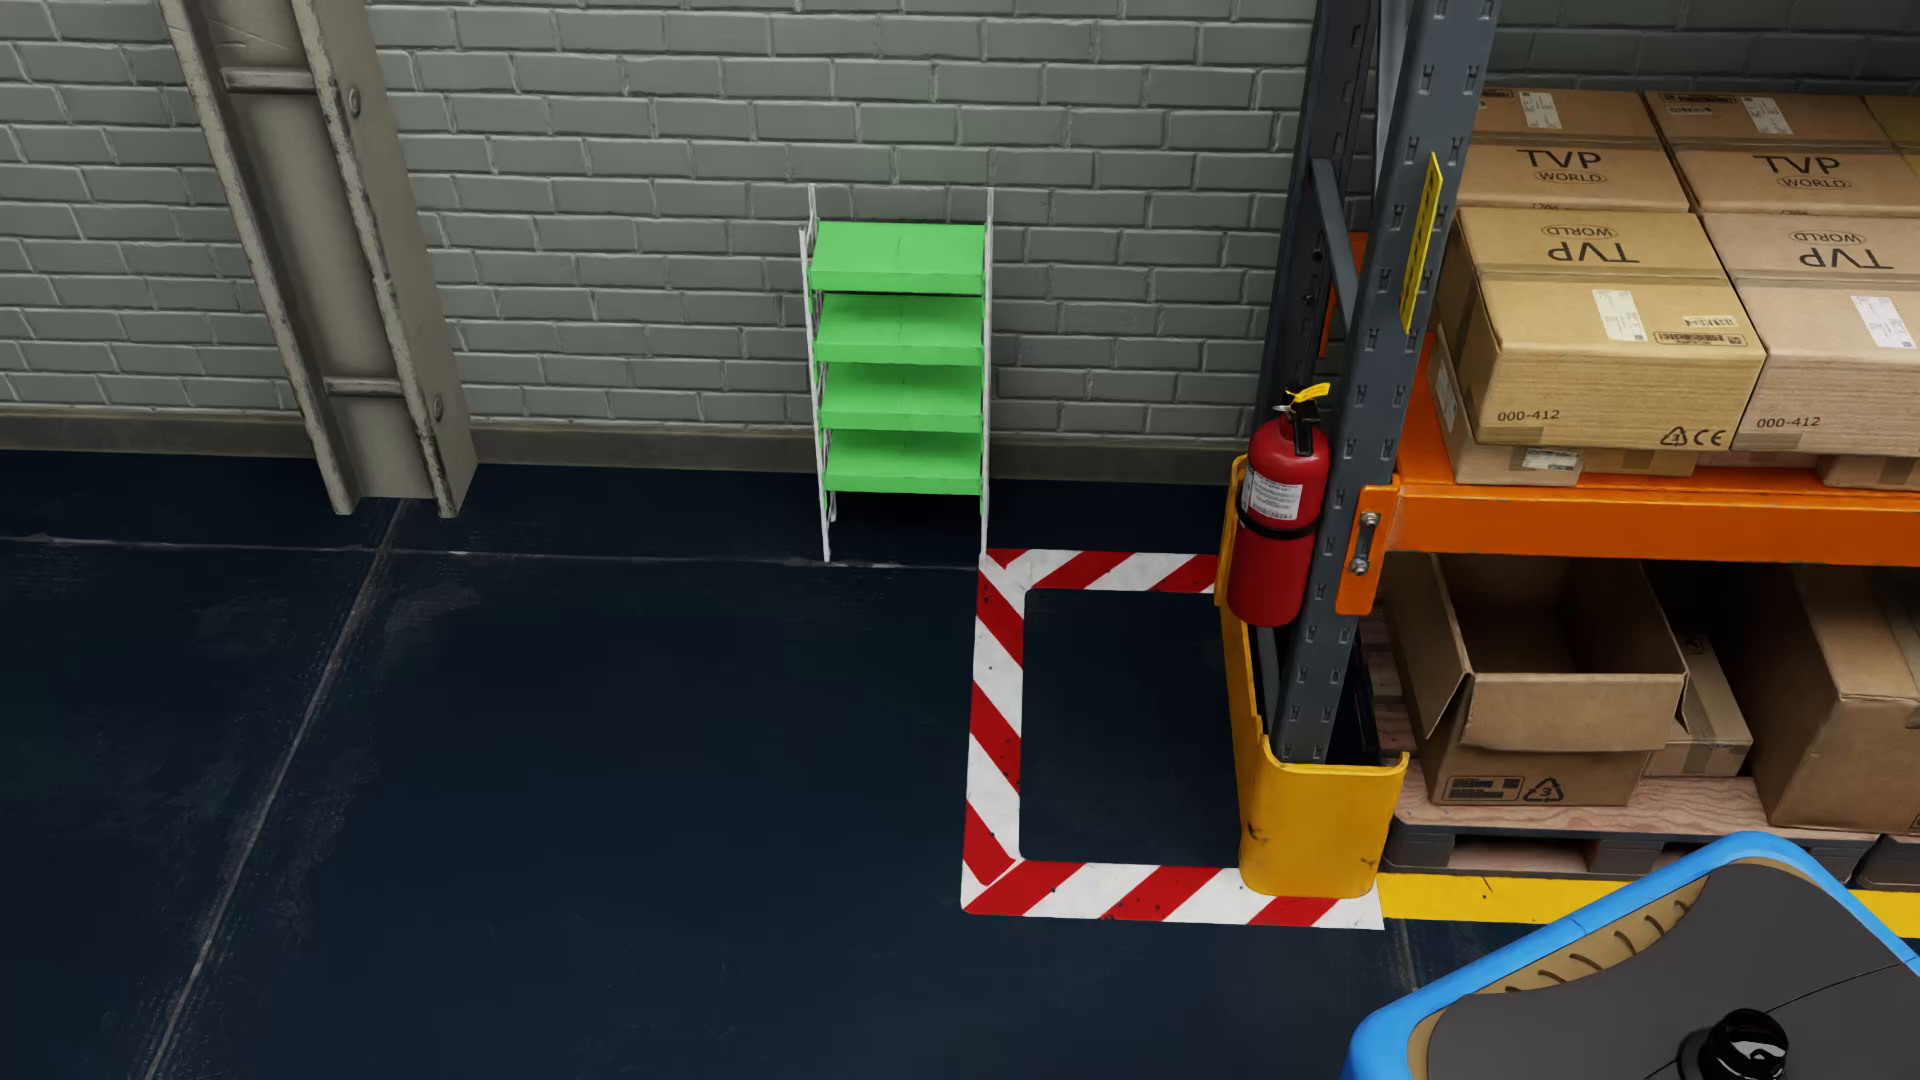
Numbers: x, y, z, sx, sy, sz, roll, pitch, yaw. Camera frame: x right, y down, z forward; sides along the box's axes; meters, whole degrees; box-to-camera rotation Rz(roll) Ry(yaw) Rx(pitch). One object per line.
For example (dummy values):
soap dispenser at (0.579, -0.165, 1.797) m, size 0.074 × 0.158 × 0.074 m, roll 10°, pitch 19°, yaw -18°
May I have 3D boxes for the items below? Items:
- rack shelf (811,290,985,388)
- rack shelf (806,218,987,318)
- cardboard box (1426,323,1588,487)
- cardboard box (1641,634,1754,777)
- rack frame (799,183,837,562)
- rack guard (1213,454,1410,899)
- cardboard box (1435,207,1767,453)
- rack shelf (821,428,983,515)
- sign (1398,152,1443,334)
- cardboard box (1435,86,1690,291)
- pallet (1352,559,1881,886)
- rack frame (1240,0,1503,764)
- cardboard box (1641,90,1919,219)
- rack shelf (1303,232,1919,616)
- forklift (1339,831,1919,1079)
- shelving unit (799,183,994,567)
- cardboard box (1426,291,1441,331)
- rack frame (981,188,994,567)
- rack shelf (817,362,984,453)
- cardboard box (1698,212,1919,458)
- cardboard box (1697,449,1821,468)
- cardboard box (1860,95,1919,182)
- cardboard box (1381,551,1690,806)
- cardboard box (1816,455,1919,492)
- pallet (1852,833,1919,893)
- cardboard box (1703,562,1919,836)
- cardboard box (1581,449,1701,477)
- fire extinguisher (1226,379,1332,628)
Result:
rack shelf at (-0.166, -0.573, 4.726) m, size 0.480 × 0.148 × 0.258 m, roll 2°, pitch 43°, yaw 2°
rack shelf at (-0.166, -0.749, 4.563) m, size 0.480 × 0.148 × 0.258 m, roll 2°, pitch 43°, yaw 2°
cardboard box at (1.164, -0.293, 3.549) m, size 0.250 × 0.149 × 0.380 m, roll 1°, pitch 43°, yaw 2°
cardboard box at (1.877, 0.430, 4.371) m, size 0.250 × 0.149 × 0.380 m, roll 0°, pitch 43°, yaw 0°
rack frame at (-0.409, -0.452, 4.855) m, size 0.015 × 1.200 × 0.240 m, roll 2°, pitch 43°, yaw 2°
rack guard at (0.924, 0.335, 4.524) m, size 0.348 × 0.500 × 1.175 m, roll 2°, pitch 43°, yaw 2°
cardboard box at (1.289, -0.439, 3.412) m, size 0.500 × 0.250 × 0.500 m, roll 2°, pitch 43°, yaw 2°
rack shelf at (-0.165, -0.222, 5.054) m, size 0.480 × 0.148 × 0.258 m, roll 2°, pitch 43°, yaw 2°
sign at (0.823, -0.529, 2.983) m, size 0.005 × 0.325 × 0.100 m, roll 2°, pitch 43°, yaw 2°
cardboard box at (1.319, -0.803, 3.803) m, size 0.500 × 0.250 × 0.500 m, roll 3°, pitch 43°, yaw 3°
pallet at (1.720, 0.464, 4.597) m, size 1.213 × 0.211 × 1.003 m, roll 2°, pitch 43°, yaw 2°
rack frame at (0.848, -0.582, 3.674) m, size 0.127 × 3.000 × 1.000 m, roll 2°, pitch 43°, yaw 2°
cardboard box at (1.834, -0.786, 3.785) m, size 0.500 × 0.250 × 0.500 m, roll 2°, pitch 43°, yaw 2°
rack shelf at (2.846, -0.258, 3.854) m, size 4.000 × 0.370 × 1.077 m, roll 2°, pitch 43°, yaw 2°
forklift at (1.759, 1.281, 1.724) m, size 1.130 × 2.935 × 3.031 m, roll -19°, pitch 46°, yaw -19°
shelving unit at (-0.165, -0.444, 4.846) m, size 0.503 × 1.200 × 0.258 m, roll 2°, pitch 43°, yaw 2°
cardboard box at (1.191, -0.663, 3.945) m, size 0.250 × 0.149 × 0.380 m, roll 1°, pitch 43°, yaw 1°
rack frame at (0.078, -0.437, 4.838) m, size 0.015 × 1.200 × 0.240 m, roll 2°, pitch 43°, yaw 2°
rack shelf at (-0.165, -0.397, 4.890) m, size 0.480 × 0.148 × 0.258 m, roll 2°, pitch 43°, yaw 2°
cardboard box at (1.792, -0.423, 3.396) m, size 0.500 × 0.250 × 0.500 m, roll 2°, pitch 43°, yaw 2°
cardboard box at (1.684, -0.333, 3.591) m, size 0.250 × 0.149 × 0.380 m, roll 1°, pitch 43°, yaw 1°
cardboard box at (2.329, -0.768, 3.765) m, size 0.500 × 0.250 × 0.500 m, roll 3°, pitch 43°, yaw 3°
cardboard box at (1.454, 0.261, 4.293) m, size 0.637 × 0.503 × 0.797 m, roll 0°, pitch 43°, yaw 0°
cardboard box at (1.934, -0.283, 3.538) m, size 0.250 × 0.149 × 0.380 m, roll 3°, pitch 43°, yaw 3°
pallet at (2.936, 0.504, 4.555) m, size 1.213 × 0.211 × 1.003 m, roll 2°, pitch 43°, yaw 2°
cardboard box at (2.307, 0.315, 4.237) m, size 0.500 × 0.500 × 0.700 m, roll 3°, pitch 43°, yaw 4°
cardboard box at (1.420, -0.317, 3.574) m, size 0.250 × 0.149 × 0.380 m, roll 3°, pitch 43°, yaw 3°
fire extinguisher at (0.680, -0.107, 3.495) m, size 0.183 × 0.674 × 0.296 m, roll 2°, pitch 43°, yaw 2°
